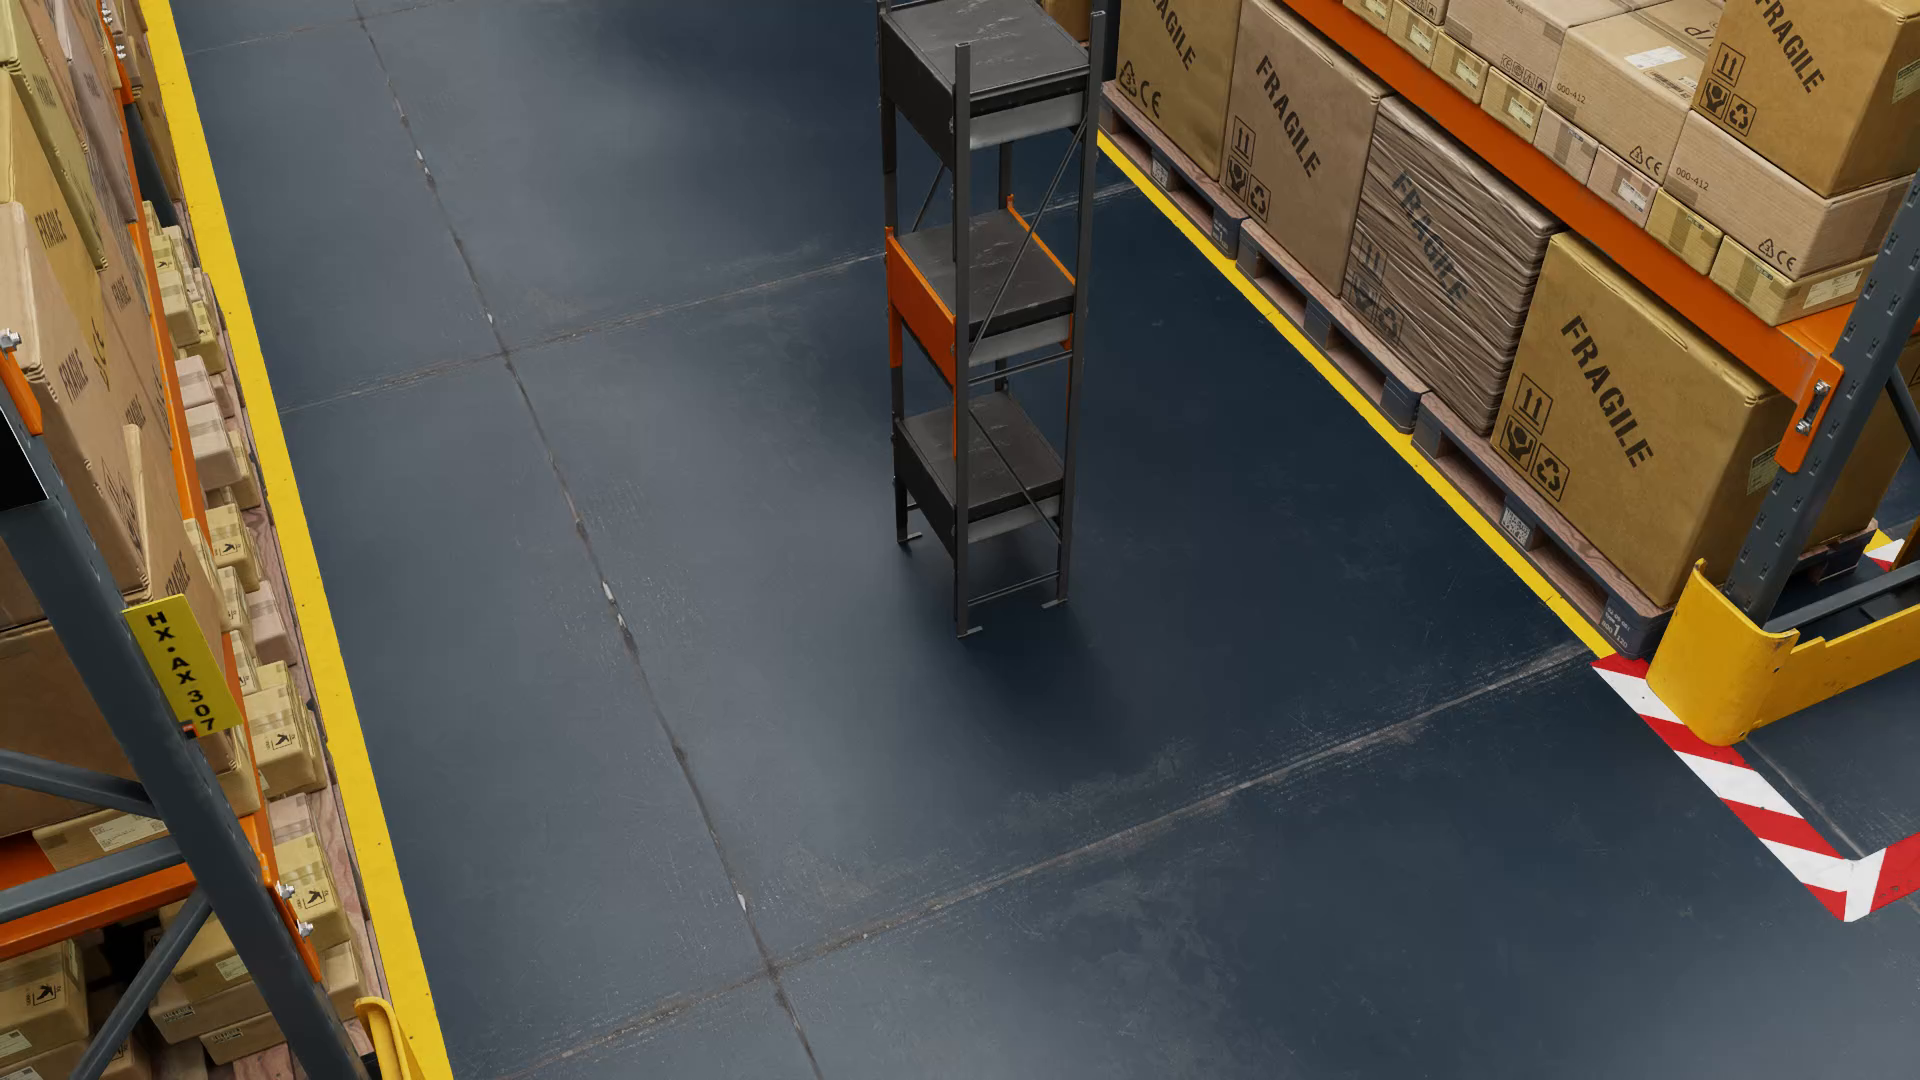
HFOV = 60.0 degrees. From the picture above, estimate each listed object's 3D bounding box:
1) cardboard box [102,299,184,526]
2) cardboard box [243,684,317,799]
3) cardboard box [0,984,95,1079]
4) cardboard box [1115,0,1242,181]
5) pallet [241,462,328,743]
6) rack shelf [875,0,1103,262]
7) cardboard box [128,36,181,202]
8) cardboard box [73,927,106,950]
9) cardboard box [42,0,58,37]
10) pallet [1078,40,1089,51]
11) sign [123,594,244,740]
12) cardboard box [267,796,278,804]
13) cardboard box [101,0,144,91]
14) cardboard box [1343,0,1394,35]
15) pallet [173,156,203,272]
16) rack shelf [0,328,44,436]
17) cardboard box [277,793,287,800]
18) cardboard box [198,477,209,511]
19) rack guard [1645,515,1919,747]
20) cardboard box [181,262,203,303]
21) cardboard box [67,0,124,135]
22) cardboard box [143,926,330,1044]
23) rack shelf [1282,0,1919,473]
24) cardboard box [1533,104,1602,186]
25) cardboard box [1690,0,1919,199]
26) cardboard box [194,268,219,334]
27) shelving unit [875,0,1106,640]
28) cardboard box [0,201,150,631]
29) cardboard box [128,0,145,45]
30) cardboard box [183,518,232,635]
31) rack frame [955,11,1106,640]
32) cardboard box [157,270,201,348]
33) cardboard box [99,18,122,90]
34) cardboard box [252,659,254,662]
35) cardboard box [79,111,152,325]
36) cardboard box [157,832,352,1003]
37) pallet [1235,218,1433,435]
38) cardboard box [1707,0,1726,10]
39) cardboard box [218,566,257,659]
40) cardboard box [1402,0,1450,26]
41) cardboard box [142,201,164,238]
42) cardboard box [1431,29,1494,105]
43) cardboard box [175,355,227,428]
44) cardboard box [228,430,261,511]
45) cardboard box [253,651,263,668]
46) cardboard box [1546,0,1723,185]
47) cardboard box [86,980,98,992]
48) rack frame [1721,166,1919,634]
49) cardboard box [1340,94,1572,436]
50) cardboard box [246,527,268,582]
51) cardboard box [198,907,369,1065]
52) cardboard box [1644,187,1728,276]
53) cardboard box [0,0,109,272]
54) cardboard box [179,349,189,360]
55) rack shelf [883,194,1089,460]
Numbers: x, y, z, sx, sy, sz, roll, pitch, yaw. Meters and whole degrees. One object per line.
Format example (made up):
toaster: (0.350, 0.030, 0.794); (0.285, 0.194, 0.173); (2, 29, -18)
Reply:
cardboard box: (-1.975, -0.157, 3.490); (0.500, 0.500, 0.500); (-18, 47, -17)
cardboard box: (-1.915, 0.567, 4.347); (0.380, 0.149, 0.250); (-18, 47, -18)
cardboard box: (-2.270, 1.193, 3.924); (0.380, 0.149, 0.250); (-19, 48, -18)
cardboard box: (1.277, -2.213, 7.071); (0.875, 0.875, 0.875); (-18, 47, -17)
pallet: (-2.639, 0.325, 5.270); (1.003, 0.211, 1.213); (-18, 47, -17)
rack shelf: (0.070, -1.130, 4.424); (0.431, 0.518, 0.480); (-18, 47, -17)
cardboard box: (-3.541, -1.672, 6.790); (0.500, 0.500, 0.500); (-16, 47, -16)
cardboard box: (-2.295, 0.900, 4.010); (0.380, 0.149, 0.250); (-17, 47, -17)
cardboard box: (-2.603, -1.483, 4.122); (0.500, 0.500, 0.500); (-17, 47, -16)
pallet: (0.679, -2.741, 8.377); (1.003, 0.211, 1.213); (-18, 47, -17)
sign: (-1.296, 0.217, 2.778); (0.100, 0.325, 0.005); (-18, 47, -17)
cardboard box: (-2.023, 0.714, 4.409); (0.380, 0.149, 0.250); (-17, 47, -17)
cardboard box: (-3.542, -1.939, 6.526); (0.500, 0.250, 0.500); (-20, 48, -19)
cardboard box: (1.552, -1.895, 5.713); (0.380, 0.149, 0.250); (-19, 48, -19)
pallet: (-3.799, -1.366, 6.985); (1.003, 0.211, 1.213); (-18, 47, -17)
rack shelf: (-2.630, -1.400, 3.410); (1.077, 0.370, 4.000); (-18, 47, -17)
cardboard box: (-2.013, 0.824, 4.510); (0.380, 0.149, 0.250); (-18, 47, -17)
cardboard box: (-2.465, -0.060, 4.982); (0.380, 0.149, 0.250); (-18, 47, -17)
rack guard: (2.764, 0.190, 5.201); (1.175, 0.500, 0.348); (-18, 47, -17)
cardboard box: (-2.925, -0.828, 5.973); (0.380, 0.149, 0.250); (-20, 48, -19)
cardboard box: (-2.794, -1.449, 4.800); (0.500, 0.500, 0.500); (-19, 48, -18)
cardboard box: (-1.776, 1.035, 4.084); (0.380, 0.149, 0.250); (-16, 47, -16)
rack shelf: (1.913, -1.733, 5.883); (1.077, 0.370, 4.000); (-18, 47, -17)
cardboard box: (1.986, -1.240, 5.050); (0.380, 0.149, 0.250); (-17, 47, -17)
cardboard box: (2.311, -1.267, 4.259); (0.500, 0.500, 0.500); (-17, 47, -17)
cardboard box: (-2.997, -0.849, 6.205); (0.380, 0.149, 0.250); (-17, 47, -17)
shelving unit: (0.070, -0.642, 4.906); (0.431, 2.100, 0.503); (-18, 47, -17)
cardboard box: (-1.737, -0.176, 2.798); (0.500, 0.500, 0.500); (-18, 47, -18)
cardboard box: (-3.997, -2.339, 7.465); (0.500, 0.500, 0.500); (-17, 47, -17)
cardboard box: (-1.837, 0.135, 3.657); (0.380, 0.149, 0.250); (-19, 48, -19)
rack frame: (0.172, -0.486, 4.748); (0.400, 2.100, 0.015); (-18, 47, -17)
cardboard box: (-2.830, -0.752, 5.684); (0.380, 0.149, 0.250); (-18, 48, -18)
cardboard box: (-2.931, -1.529, 5.343); (0.380, 0.149, 0.250); (-19, 48, -18)
cardboard box: (-2.230, 0.378, 4.750); (0.380, 0.149, 0.250); (-20, 48, -19)
cardboard box: (-2.389, -0.796, 4.138); (0.500, 0.500, 0.500); (-19, 48, -18)
cardboard box: (-1.701, 0.905, 4.004); (0.380, 0.149, 0.250); (-20, 48, -19)
pallet: (1.838, -0.985, 6.598); (1.003, 0.211, 1.213); (-18, 47, -17)
cardboard box: (2.573, -1.482, 5.011); (0.500, 0.250, 0.500); (-19, 48, -18)
cardboard box: (-2.203, 0.253, 4.665); (0.380, 0.149, 0.250); (-16, 47, -16)
cardboard box: (1.660, -1.976, 5.512); (0.500, 0.250, 0.500); (-18, 47, -17)
cardboard box: (-3.085, -1.060, 5.996); (0.380, 0.149, 0.250); (-17, 47, -16)
cardboard box: (1.765, -1.570, 5.385); (0.380, 0.149, 0.250); (-18, 47, -17)
cardboard box: (-2.594, -0.419, 5.346); (0.380, 0.149, 0.250); (-20, 48, -19)
cardboard box: (-2.561, -0.189, 5.537); (0.380, 0.149, 0.250); (-18, 47, -17)
cardboard box: (-2.215, 0.494, 4.844); (0.380, 0.149, 0.250); (-18, 47, -17)
cardboard box: (2.097, -1.321, 4.848); (0.500, 0.250, 0.500); (-19, 48, -18)
cardboard box: (-2.399, 1.143, 4.186); (0.380, 0.149, 0.250); (-17, 47, -16)
rack frame: (2.754, -0.715, 4.339); (1.000, 3.000, 0.127); (-18, 47, -17)
cardboard box: (2.030, -1.072, 5.914); (0.875, 0.875, 0.875); (-18, 47, -17)
cardboard box: (-2.381, 0.141, 5.202); (0.380, 0.149, 0.250); (-18, 47, -17)
cardboard box: (-1.718, 1.123, 4.207); (0.380, 0.149, 0.250); (-17, 47, -17)
cardboard box: (2.195, -0.920, 4.726); (0.380, 0.149, 0.250); (-18, 47, -17)
cardboard box: (-2.153, -0.834, 3.465); (0.500, 0.500, 0.500); (-19, 48, -18)
cardboard box: (-2.779, -0.474, 5.614); (0.380, 0.149, 0.250); (-18, 47, -17)
rack shelf: (0.070, -0.632, 4.915); (0.431, 0.518, 0.480); (-18, 47, -17)
